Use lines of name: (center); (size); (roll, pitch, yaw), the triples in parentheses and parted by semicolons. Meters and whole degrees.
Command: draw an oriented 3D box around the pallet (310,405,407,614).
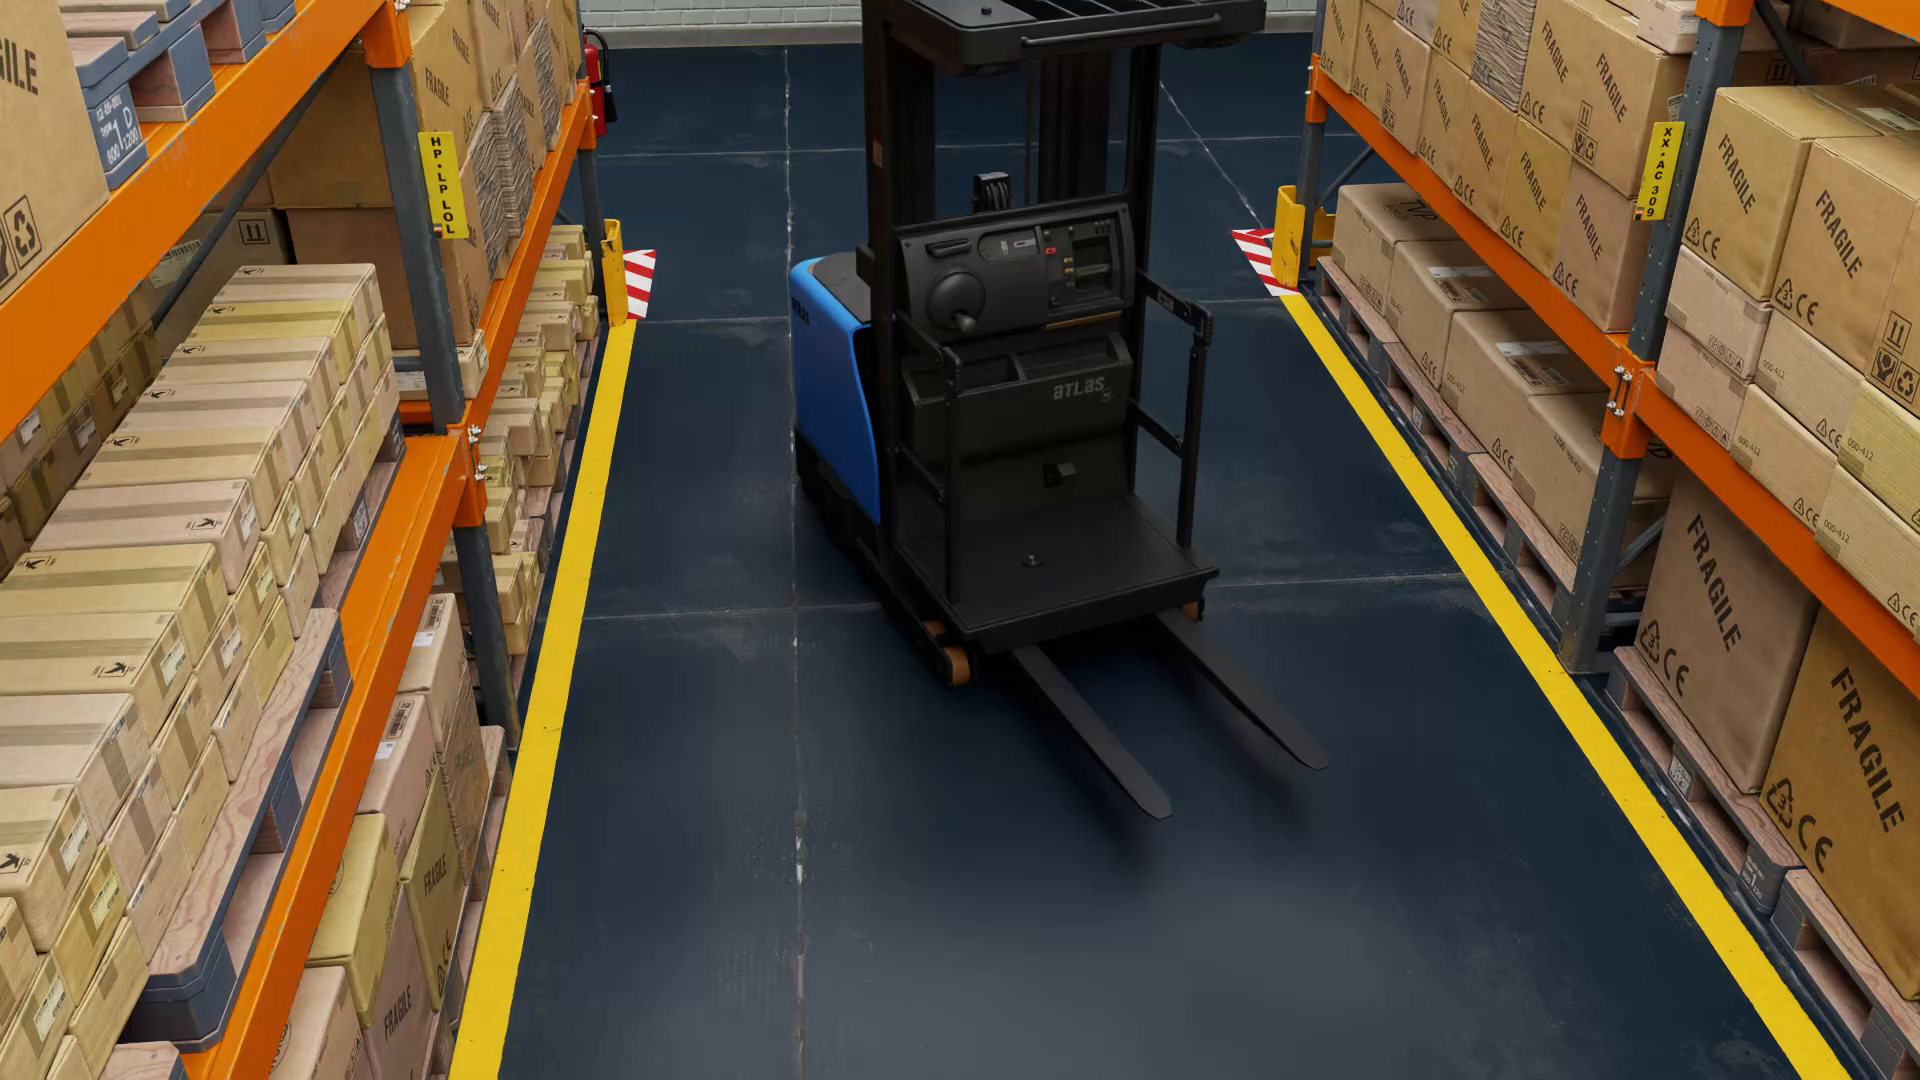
pallet: (-2.166, -0.051, 4.597); (1.003, 0.211, 1.213); (-3, 31, -5)

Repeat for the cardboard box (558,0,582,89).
cardboard box: (-2.168, -2.526, 8.167); (0.500, 0.500, 0.500); (-2, 31, -4)

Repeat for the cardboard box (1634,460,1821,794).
cardboard box: (2.964, 0.225, 5.610); (0.875, 0.875, 0.875); (-2, 31, -3)

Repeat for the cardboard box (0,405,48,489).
cardboard box: (-2.440, -0.235, 3.973); (0.380, 0.149, 0.250); (-3, 31, -5)

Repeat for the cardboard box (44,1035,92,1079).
cardboard box: (-1.611, 0.926, 2.609); (0.380, 0.149, 0.250); (-1, 31, -2)

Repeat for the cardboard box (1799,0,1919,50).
cardboard box: (3.055, -1.744, 5.539); (0.380, 0.149, 0.250); (-3, 31, -5)

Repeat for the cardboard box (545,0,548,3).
cardboard box: (-2.129, -2.692, 7.470); (0.500, 0.500, 0.500); (-4, 31, -6)

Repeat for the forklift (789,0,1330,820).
forklift: (0.314, -0.951, 5.984); (1.130, 2.935, 3.031); (-13, 33, -21)

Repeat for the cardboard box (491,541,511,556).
cardboard box: (-1.921, 0.060, 6.305); (0.380, 0.149, 0.250); (-3, 31, -4)

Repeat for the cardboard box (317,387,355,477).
cardboard box: (-1.813, -0.276, 4.332); (0.380, 0.149, 0.250); (-1, 31, -2)

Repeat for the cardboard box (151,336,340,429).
cardboard box: (-1.813, -0.394, 4.239); (0.380, 0.149, 0.250); (-4, 31, -6)

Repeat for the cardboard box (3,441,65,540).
cardboard box: (-2.438, -0.111, 4.056); (0.380, 0.149, 0.250); (-4, 31, -7)

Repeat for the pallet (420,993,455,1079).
pallet: (-1.902, 1.688, 4.218); (1.003, 0.211, 1.213); (-3, 31, -5)

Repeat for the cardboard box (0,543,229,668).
cardboard box: (-1.713, 0.140, 3.346); (0.380, 0.149, 0.250); (-3, 31, -5)

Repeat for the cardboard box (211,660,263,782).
cardboard box: (-1.709, 0.391, 3.505); (0.380, 0.149, 0.250); (-4, 31, -6)

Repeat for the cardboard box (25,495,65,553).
cardboard box: (-2.440, 0.017, 4.131); (0.380, 0.149, 0.250); (-2, 31, -4)

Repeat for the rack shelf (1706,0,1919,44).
rack shelf: (3.013, -0.777, 3.402); (1.077, 0.370, 4.000); (-3, 31, -5)

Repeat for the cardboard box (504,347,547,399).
cardboard box: (-2.039, -0.727, 7.333); (0.380, 0.149, 0.250); (-3, 31, -4)

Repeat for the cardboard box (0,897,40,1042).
cardboard box: (-1.616, 0.676, 2.448); (0.380, 0.149, 0.250); (-3, 31, -5)

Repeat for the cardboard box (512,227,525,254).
cardboard box: (-1.965, -1.253, 6.668); (0.380, 0.149, 0.250); (-1, 31, -2)

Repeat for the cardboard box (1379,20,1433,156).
cardboard box: (2.316, -2.128, 7.790); (0.500, 0.500, 0.500); (-3, 31, -5)

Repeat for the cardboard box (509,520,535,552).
cardboard box: (-1.907, 0.051, 6.609); (0.380, 0.149, 0.250); (-3, 31, -5)

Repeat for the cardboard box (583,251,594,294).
cardboard box: (-2.133, -1.401, 8.751); (0.380, 0.149, 0.250); (-4, 31, -6)

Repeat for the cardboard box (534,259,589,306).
cardboard box: (-2.048, -1.269, 8.240); (0.380, 0.149, 0.250); (-3, 31, -6)

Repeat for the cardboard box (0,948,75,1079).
cardboard box: (-1.620, 0.781, 2.563); (0.380, 0.149, 0.250); (-4, 31, -6)

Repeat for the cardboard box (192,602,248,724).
cardboard box: (-1.715, 0.260, 3.435); (0.380, 0.149, 0.250); (-2, 31, -3)

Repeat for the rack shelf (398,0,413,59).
rack shelf: (-2.280, -2.531, 6.338); (1.077, 0.370, 4.000); (-3, 31, -5)

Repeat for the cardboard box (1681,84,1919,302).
cardboard box: (2.581, -1.053, 5.015); (0.500, 0.500, 0.500); (-2, 31, -4)

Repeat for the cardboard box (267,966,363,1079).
cardboard box: (-1.623, 1.207, 3.601); (0.500, 0.250, 0.500); (-3, 31, -4)

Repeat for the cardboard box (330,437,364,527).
cardboard box: (-1.812, -0.150, 4.411); (0.380, 0.149, 0.250); (-3, 31, -5)

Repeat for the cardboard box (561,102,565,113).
cardboard box: (-2.169, -2.183, 8.225); (0.380, 0.149, 0.250); (-3, 31, -5)

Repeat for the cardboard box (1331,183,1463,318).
cardboard box: (2.614, -1.610, 9.109); (0.875, 0.438, 0.875); (-4, 31, -6)

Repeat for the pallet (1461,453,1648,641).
pallet: (2.833, -0.014, 7.068); (1.003, 0.211, 1.213); (-3, 31, -5)

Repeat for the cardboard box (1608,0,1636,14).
cardboard box: (2.550, -1.980, 5.934); (0.380, 0.149, 0.250); (-3, 31, -5)

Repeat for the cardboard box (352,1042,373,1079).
cardboard box: (-1.634, 1.513, 3.820); (0.500, 0.500, 0.500); (-4, 31, -6)

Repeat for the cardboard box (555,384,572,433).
cardboard box: (-2.018, -0.612, 7.720); (0.380, 0.149, 0.250); (-2, 31, -4)

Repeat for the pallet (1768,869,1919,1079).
pallet: (3.090, 1.392, 4.713); (1.003, 0.211, 1.213); (-3, 31, -5)

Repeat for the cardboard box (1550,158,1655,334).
cardboard box: (2.528, -1.087, 6.047); (0.500, 0.500, 0.500); (-2, 31, -4)

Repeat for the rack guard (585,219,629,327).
rack guard: (-2.460, -1.461, 9.208); (1.175, 0.500, 0.348); (-3, 31, -5)

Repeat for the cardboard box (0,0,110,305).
cardboard box: (-1.613, -0.633, 2.363); (0.500, 0.500, 0.500); (-3, 31, -5)

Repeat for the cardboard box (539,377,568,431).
cardboard box: (-1.963, -0.601, 7.412); (0.380, 0.149, 0.250); (-2, 31, -4)

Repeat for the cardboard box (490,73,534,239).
cardboard box: (-1.953, -1.477, 6.411); (0.500, 0.500, 0.500); (-3, 31, -6)

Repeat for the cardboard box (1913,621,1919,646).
cardboard box: (2.724, 0.265, 4.028); (0.500, 0.250, 0.500); (-3, 31, -5)

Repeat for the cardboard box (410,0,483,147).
cardboard box: (-1.956, -1.636, 5.702); (0.500, 0.500, 0.500); (-4, 31, -6)

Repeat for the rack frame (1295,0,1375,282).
rack frame: (2.452, -2.862, 9.116); (1.000, 3.000, 0.127); (-3, 31, -5)

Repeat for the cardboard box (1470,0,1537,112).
cardboard box: (2.411, -2.038, 6.664); (0.500, 0.500, 0.500); (-2, 31, -4)

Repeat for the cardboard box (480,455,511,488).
cardboard box: (-1.958, -0.198, 6.448); (0.380, 0.149, 0.250); (-3, 31, -5)
